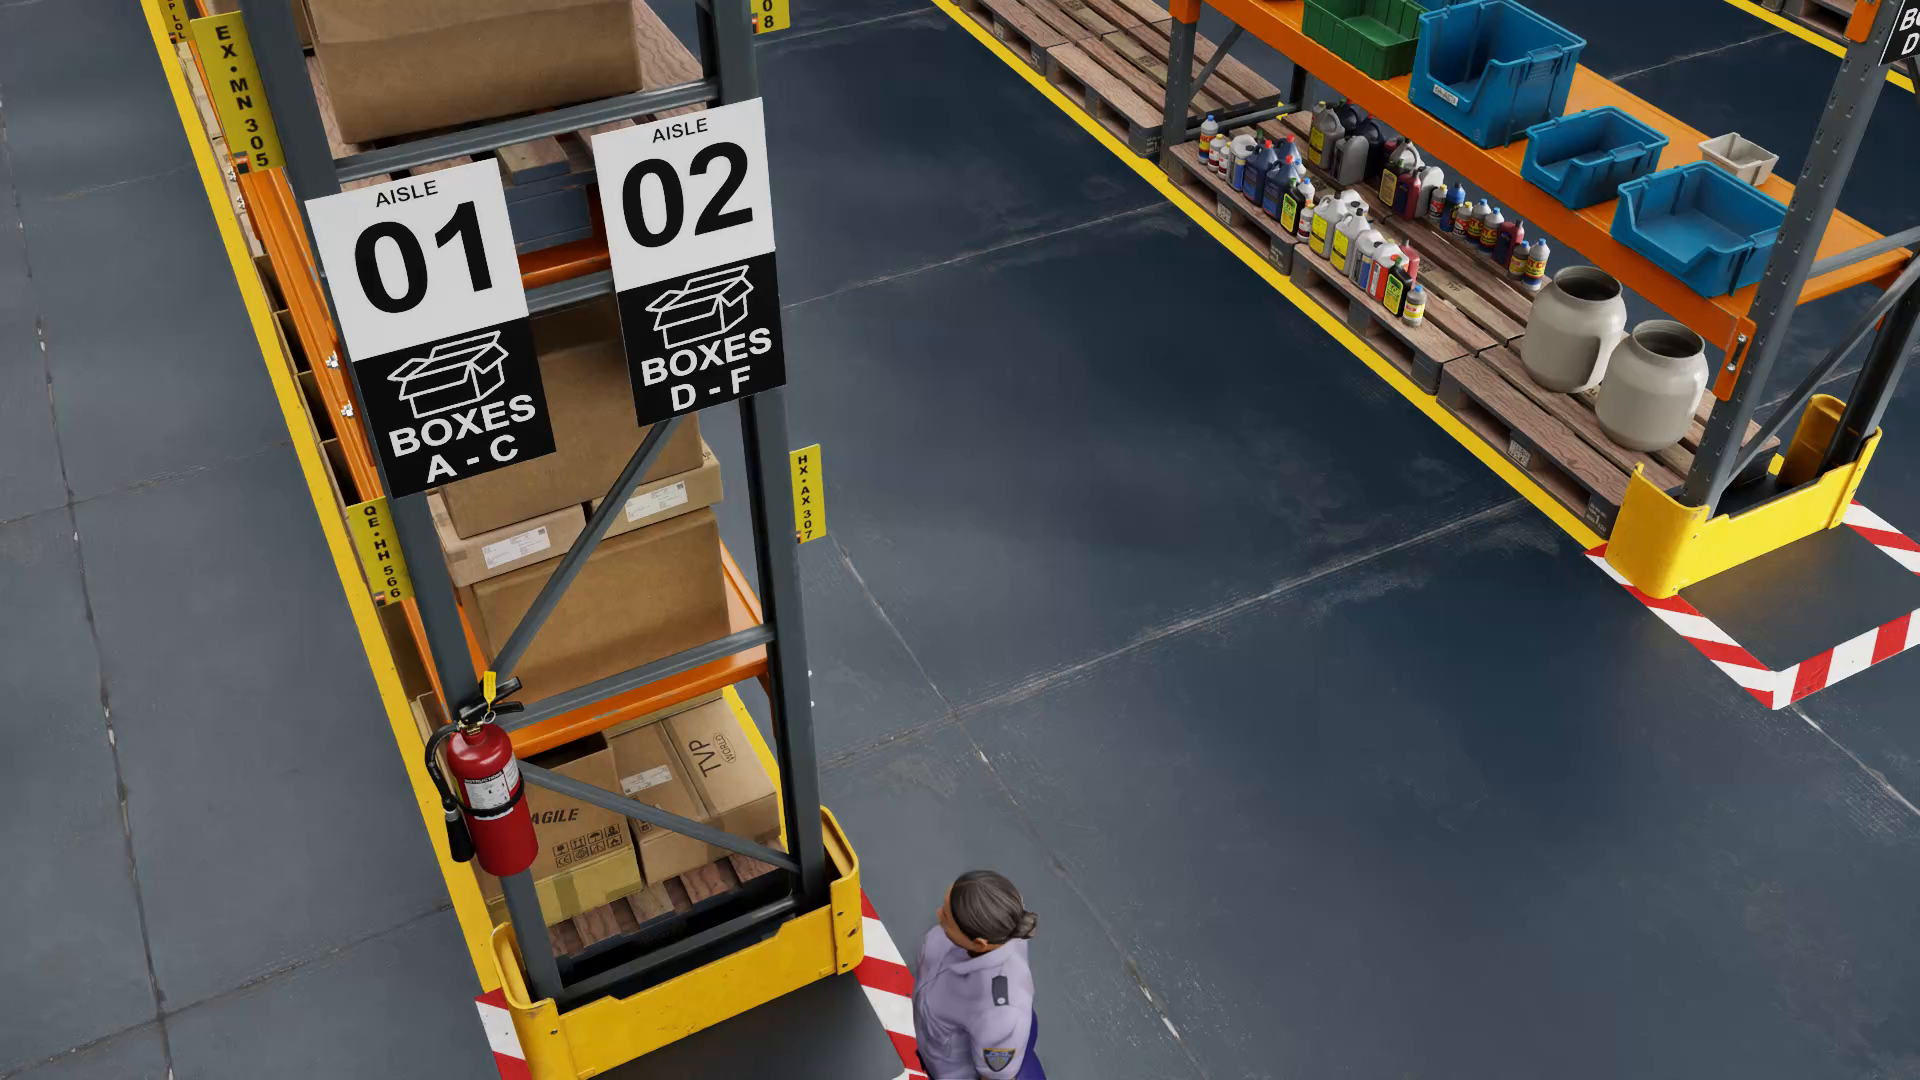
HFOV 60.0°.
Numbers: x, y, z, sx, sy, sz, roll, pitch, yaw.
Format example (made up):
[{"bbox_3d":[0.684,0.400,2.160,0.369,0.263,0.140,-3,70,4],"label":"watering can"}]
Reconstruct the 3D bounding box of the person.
[{"bbox_3d":[0.040,1.436,4.526,0.368,1.657,0.489,-4,42,-4],"label":"person"}]
